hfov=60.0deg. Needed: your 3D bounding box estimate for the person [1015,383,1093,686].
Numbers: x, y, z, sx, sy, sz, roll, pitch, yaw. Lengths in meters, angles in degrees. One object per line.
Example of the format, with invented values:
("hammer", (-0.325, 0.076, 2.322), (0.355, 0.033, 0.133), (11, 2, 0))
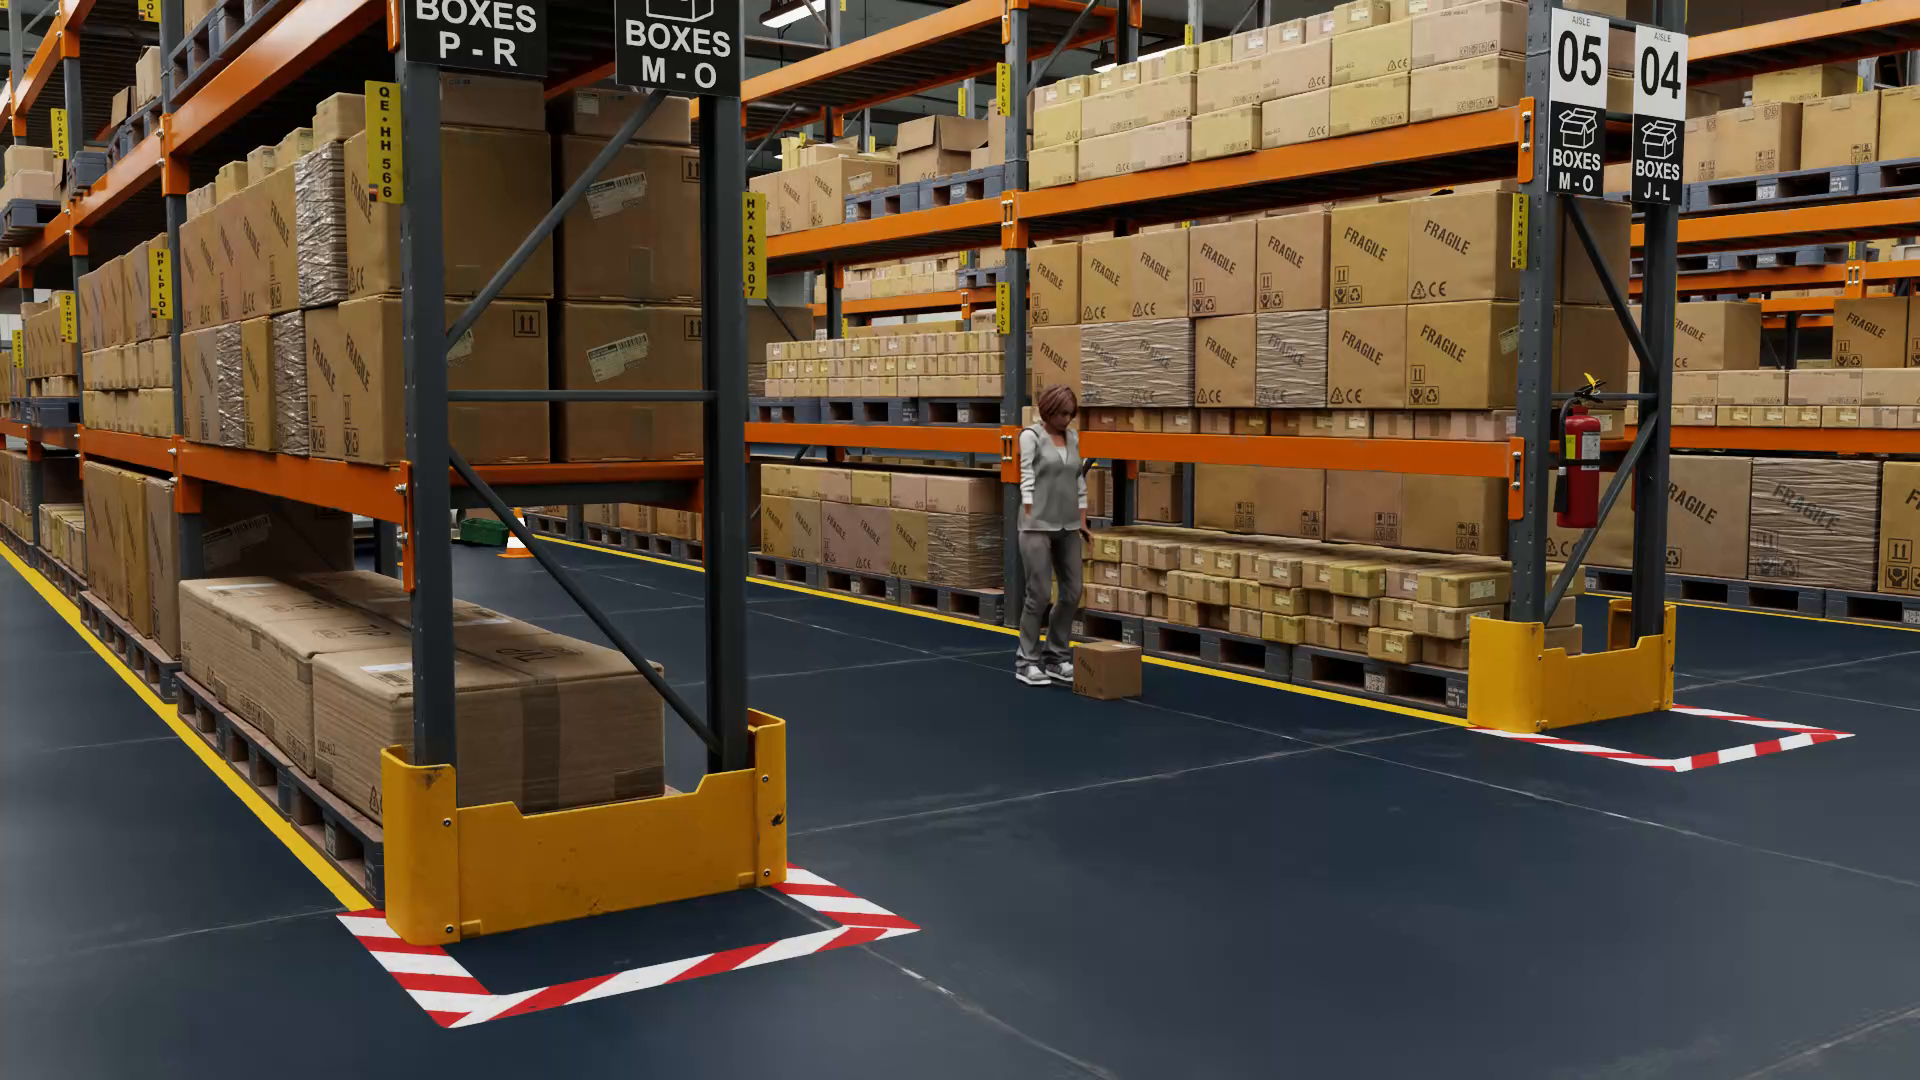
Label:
("person", (0.494, -0.034, 8.811), (0.412, 1.587, 0.316), (-3, 6, -33))
